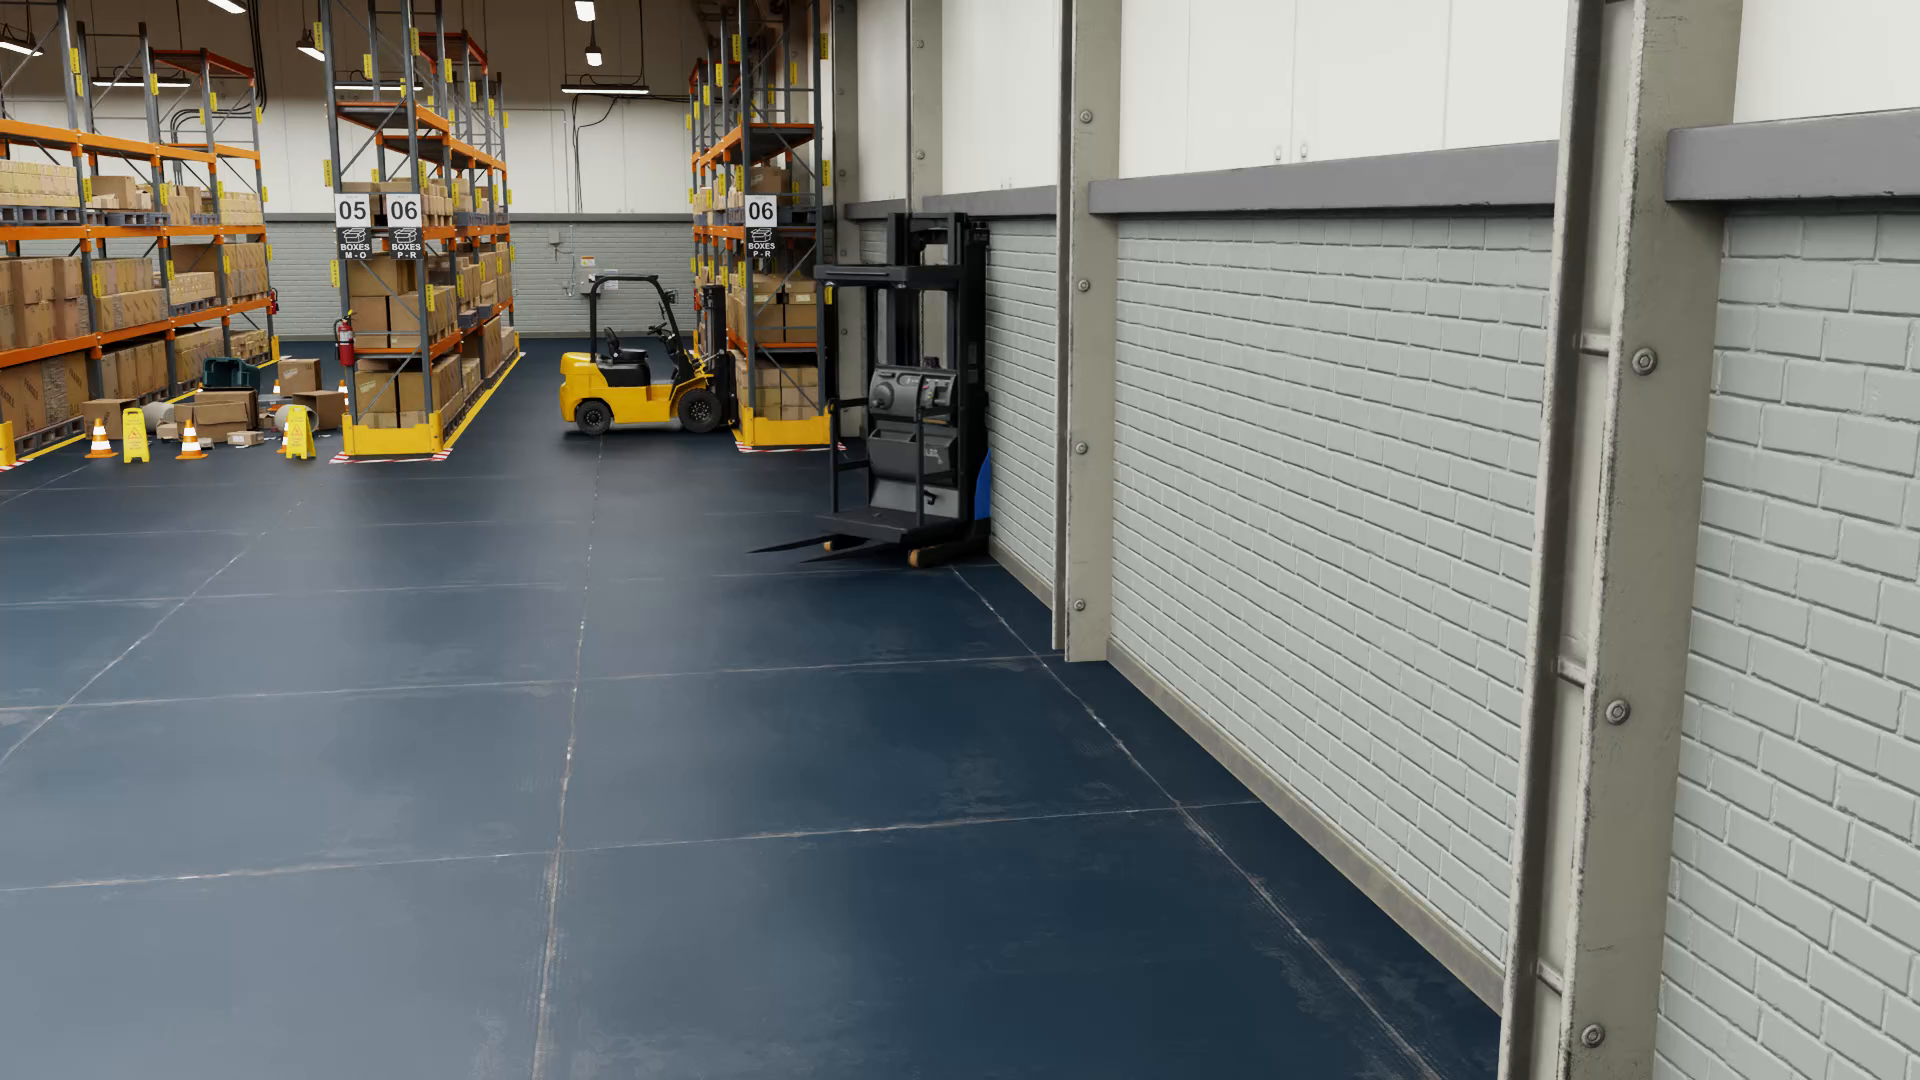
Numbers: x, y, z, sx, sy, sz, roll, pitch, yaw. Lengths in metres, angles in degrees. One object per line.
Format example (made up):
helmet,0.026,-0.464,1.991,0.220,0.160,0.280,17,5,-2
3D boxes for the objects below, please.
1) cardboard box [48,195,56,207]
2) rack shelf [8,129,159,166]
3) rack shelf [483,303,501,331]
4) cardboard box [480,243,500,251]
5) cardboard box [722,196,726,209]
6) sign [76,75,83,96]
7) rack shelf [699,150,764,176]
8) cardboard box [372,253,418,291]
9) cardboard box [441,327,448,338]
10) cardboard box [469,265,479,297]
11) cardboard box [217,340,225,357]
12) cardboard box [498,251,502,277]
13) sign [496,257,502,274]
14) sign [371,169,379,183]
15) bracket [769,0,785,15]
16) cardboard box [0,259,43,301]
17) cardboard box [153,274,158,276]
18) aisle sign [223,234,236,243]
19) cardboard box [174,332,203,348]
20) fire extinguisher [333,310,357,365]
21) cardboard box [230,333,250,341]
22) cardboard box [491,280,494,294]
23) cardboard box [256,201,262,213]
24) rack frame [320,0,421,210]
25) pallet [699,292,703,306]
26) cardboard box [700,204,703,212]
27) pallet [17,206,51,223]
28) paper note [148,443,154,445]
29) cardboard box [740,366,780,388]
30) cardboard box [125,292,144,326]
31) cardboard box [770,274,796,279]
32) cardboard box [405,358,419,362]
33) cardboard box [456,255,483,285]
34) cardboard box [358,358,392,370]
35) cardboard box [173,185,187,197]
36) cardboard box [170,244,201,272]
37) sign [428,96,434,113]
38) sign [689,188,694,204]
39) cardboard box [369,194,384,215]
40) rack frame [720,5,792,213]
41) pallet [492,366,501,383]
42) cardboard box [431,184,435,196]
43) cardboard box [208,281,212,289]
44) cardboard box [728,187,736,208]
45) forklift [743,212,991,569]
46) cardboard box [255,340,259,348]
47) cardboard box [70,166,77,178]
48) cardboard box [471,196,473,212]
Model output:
cardboard box,-12.166,-4.469,21.911,0.380,0.149,0.250,-2,11,-10
rack shelf,-13.137,-5.869,24.956,1.077,0.370,4.000,-2,11,-11
rack shelf,-9.079,-4.050,30.377,1.077,0.370,4.000,-2,11,-11
cardboard box,-9.443,-5.886,33.422,0.380,0.149,0.250,-2,11,-13
cardboard box,-3.424,-5.293,25.810,0.500,0.311,0.500,-2,11,-13
sign,-14.056,-7.261,26.571,0.100,0.325,0.005,-2,11,-11
rack shelf,-4.211,-6.982,30.806,1.077,0.370,4.000,-2,11,-11
cardboard box,-7.700,-3.621,22.462,0.700,0.500,0.500,-2,11,-11
cardboard box,-7.244,-2.852,22.829,0.380,0.149,0.250,-2,11,-11
cardboard box,-8.218,-4.271,27.425,0.500,0.500,0.500,-2,11,-12
cardboard box,-13.913,-3.424,30.723,0.500,0.500,0.500,-2,11,-12
cardboard box,-9.415,-5.500,33.127,0.500,0.500,0.500,-2,11,-12
sign,-8.938,-5.322,32.249,0.100,0.325,0.005,-2,11,-11
sign,-8.456,-5.203,24.053,0.100,0.325,0.005,-2,11,-11
bracket,-2.952,-8.638,26.885,0.235,0.232,0.430,-2,11,-11
cardboard box,-12.408,-3.342,21.444,0.875,0.550,0.500,-2,11,-11
cardboard box,-14.426,-4.621,29.409,0.380,0.149,0.250,-2,11,-9
aisle sign,-15.390,-6.585,34.818,0.394,0.787,0.004,-2,11,-11
cardboard box,-13.605,-3.504,29.142,0.500,0.250,0.500,-2,11,-11
fire extinguisher,-7.564,-2.494,20.483,0.296,0.674,0.183,-2,11,-11
cardboard box,-14.525,-4.075,33.495,0.380,0.149,0.250,-3,11,-13
cardboard box,-8.933,-4.684,30.848,0.500,0.250,0.500,-2,11,-10
cardboard box,-14.743,-6.876,34.340,0.500,0.250,0.500,-2,11,-13
rack frame,-7.134,-5.517,20.113,1.000,3.000,0.127,-2,11,-11
pallet,-4.552,-4.707,32.416,1.003,0.211,1.213,-2,11,-11
cardboard box,-4.690,-6.254,31.289,0.380,0.149,0.250,-2,11,-10
pallet,-12.365,-4.161,21.249,1.003,0.211,1.213,-2,11,-11
paper note,-10.601,-1.253,21.704,0.144,0.017,0.142,2,11,9
cardboard box,-2.661,-2.170,22.134,0.500,0.250,0.500,-2,11,-9
cardboard box,-12.878,-3.537,25.492,0.500,0.500,0.500,-2,11,-10
cardboard box,-2.613,-3.855,24.630,0.380,0.149,0.250,-2,11,-12
cardboard box,-7.946,-2.311,23.542,0.500,0.500,0.500,-2,11,-9
cardboard box,-8.546,-4.676,28.802,0.500,0.500,0.500,-2,11,-13
cardboard box,-7.683,-2.314,21.824,0.380,0.149,0.250,-2,11,-9
cardboard box,-14.132,-6.014,29.351,0.797,0.503,0.637,-2,11,-12
cardboard box,-14.661,-5.335,31.465,0.500,0.500,0.500,-3,11,-13
sign,-10.017,-8.238,31.492,0.100,0.325,0.005,-2,11,-11
sign,-5.910,-7.568,36.577,0.100,0.325,0.005,-2,11,-11
cardboard box,-7.498,-4.199,20.821,0.500,0.250,0.500,-2,11,-12
rack frame,-3.044,-6.431,24.919,1.000,3.000,0.127,-2,11,-11
pallet,-9.003,-3.037,30.591,1.003,0.211,1.213,-2,11,-11
cardboard box,-7.144,-4.619,21.960,0.380,0.149,0.250,-2,11,-9
cardboard box,-13.980,-4.687,30.551,0.380,0.149,0.250,-2,11,-11
cardboard box,-3.121,-5.008,24.311,0.500,0.311,0.500,-2,11,-10
forklift,-0.546,-1.305,14.212,1.130,2.935,3.031,9,14,39
cardboard box,-14.483,-3.981,33.797,0.380,0.149,0.250,-2,11,-10
cardboard box,-12.364,-5.046,22.813,0.380,0.149,0.250,-2,11,-11
cardboard box,-7.852,-5.215,25.832,0.500,0.250,0.500,-2,11,-12
